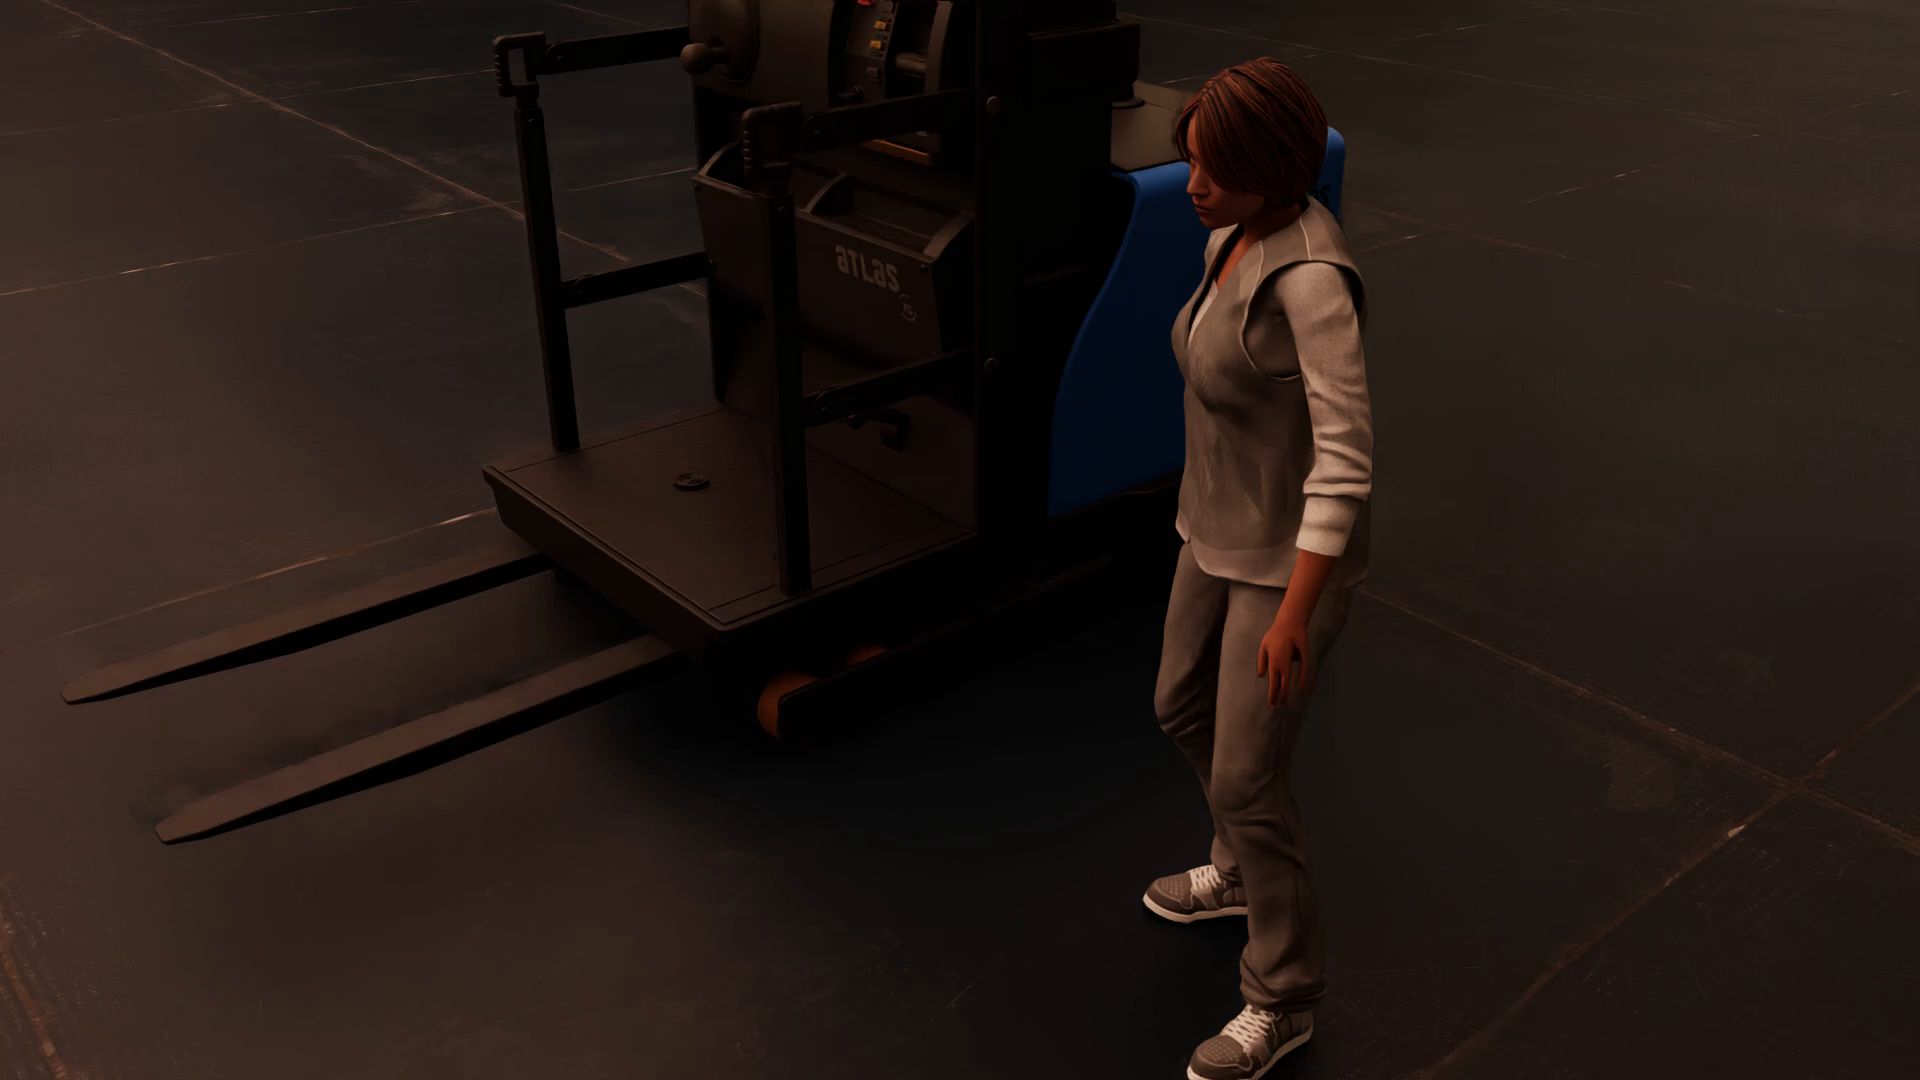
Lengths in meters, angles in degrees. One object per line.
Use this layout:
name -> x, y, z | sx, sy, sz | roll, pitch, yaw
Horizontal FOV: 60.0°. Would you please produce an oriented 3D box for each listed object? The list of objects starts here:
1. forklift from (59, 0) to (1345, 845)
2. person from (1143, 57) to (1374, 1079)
forklift -> -0.462, -1.128, 3.477 | 3.031, 2.935, 1.130 | -21, 33, -35
person -> 0.480, 0.040, 2.657 | 0.339, 1.572, 0.687 | -4, 27, -9
